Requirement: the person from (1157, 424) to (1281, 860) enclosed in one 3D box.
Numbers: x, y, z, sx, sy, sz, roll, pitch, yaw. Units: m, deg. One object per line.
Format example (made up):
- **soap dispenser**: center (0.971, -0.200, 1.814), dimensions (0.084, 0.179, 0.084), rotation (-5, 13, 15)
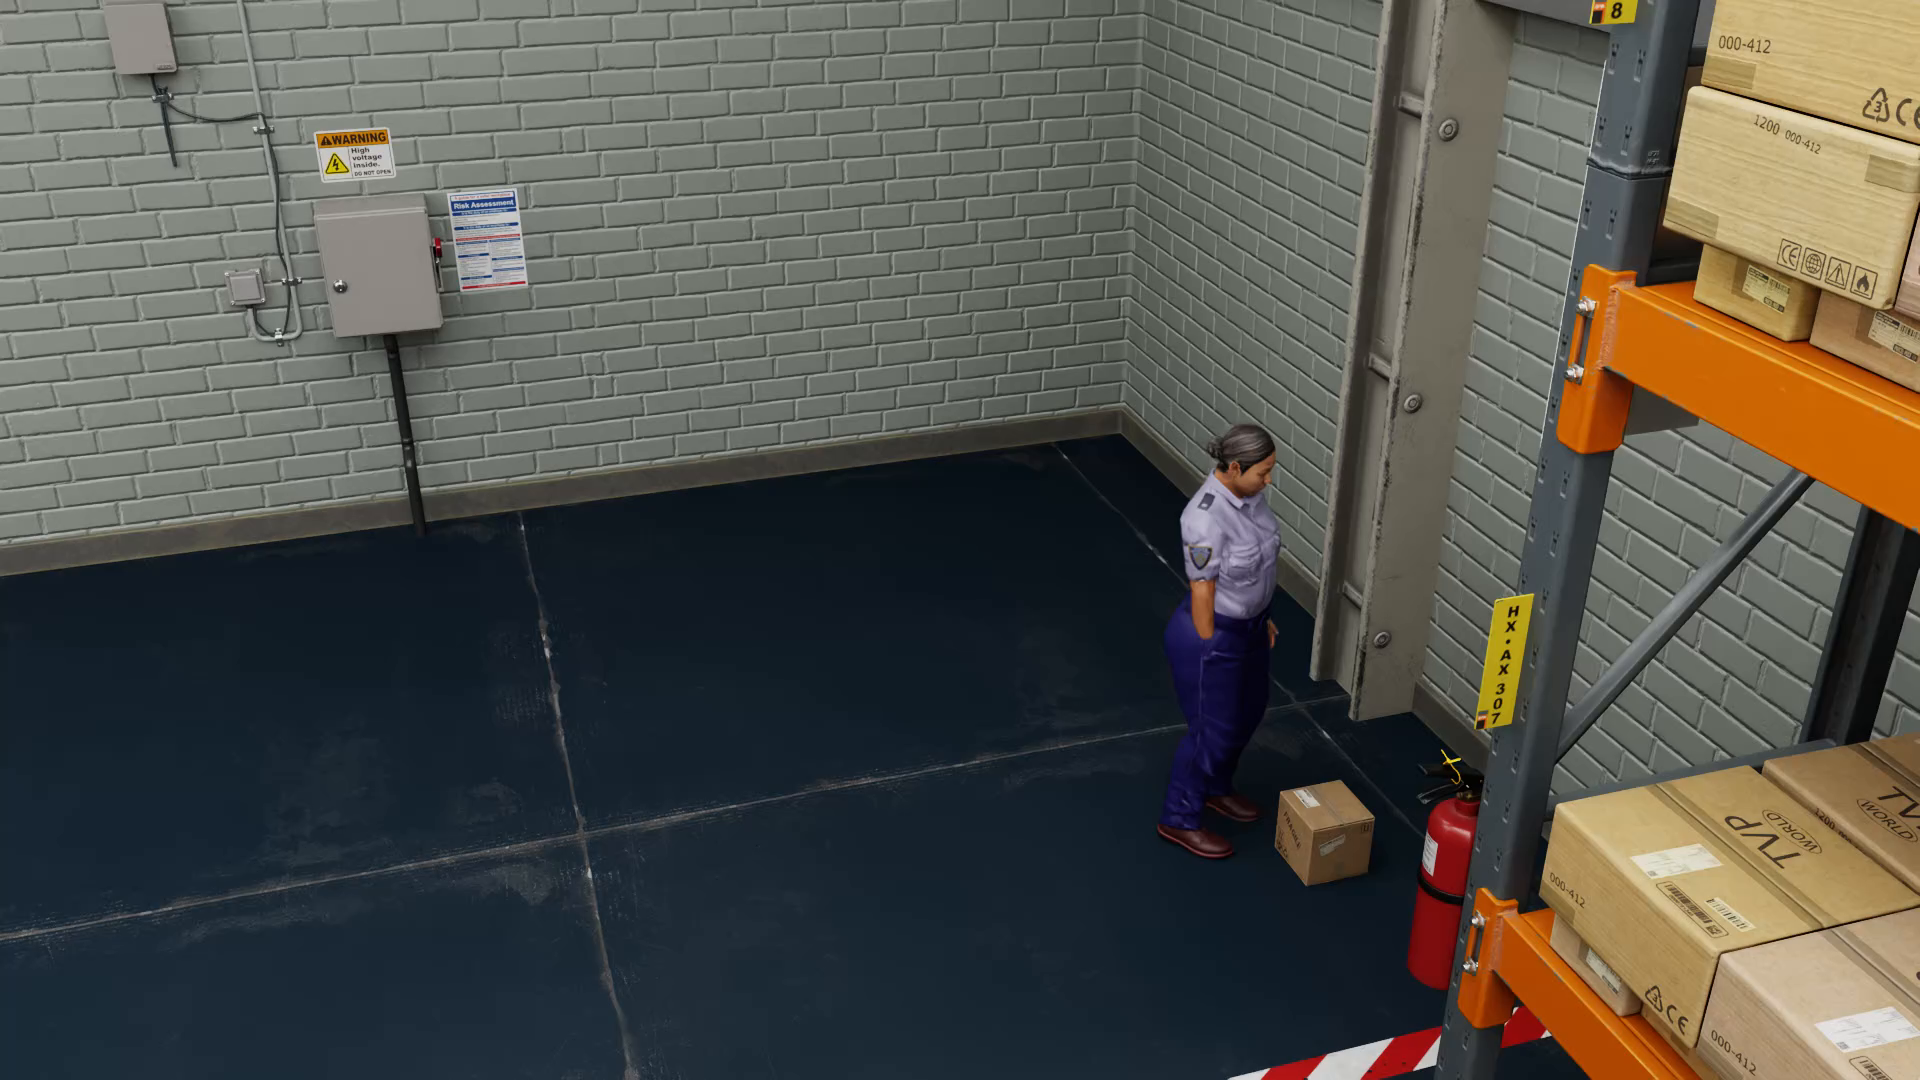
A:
- **person**: center (0.946, 0.341, 5.972), dimensions (0.339, 1.642, 0.476), rotation (16, 31, 29)
